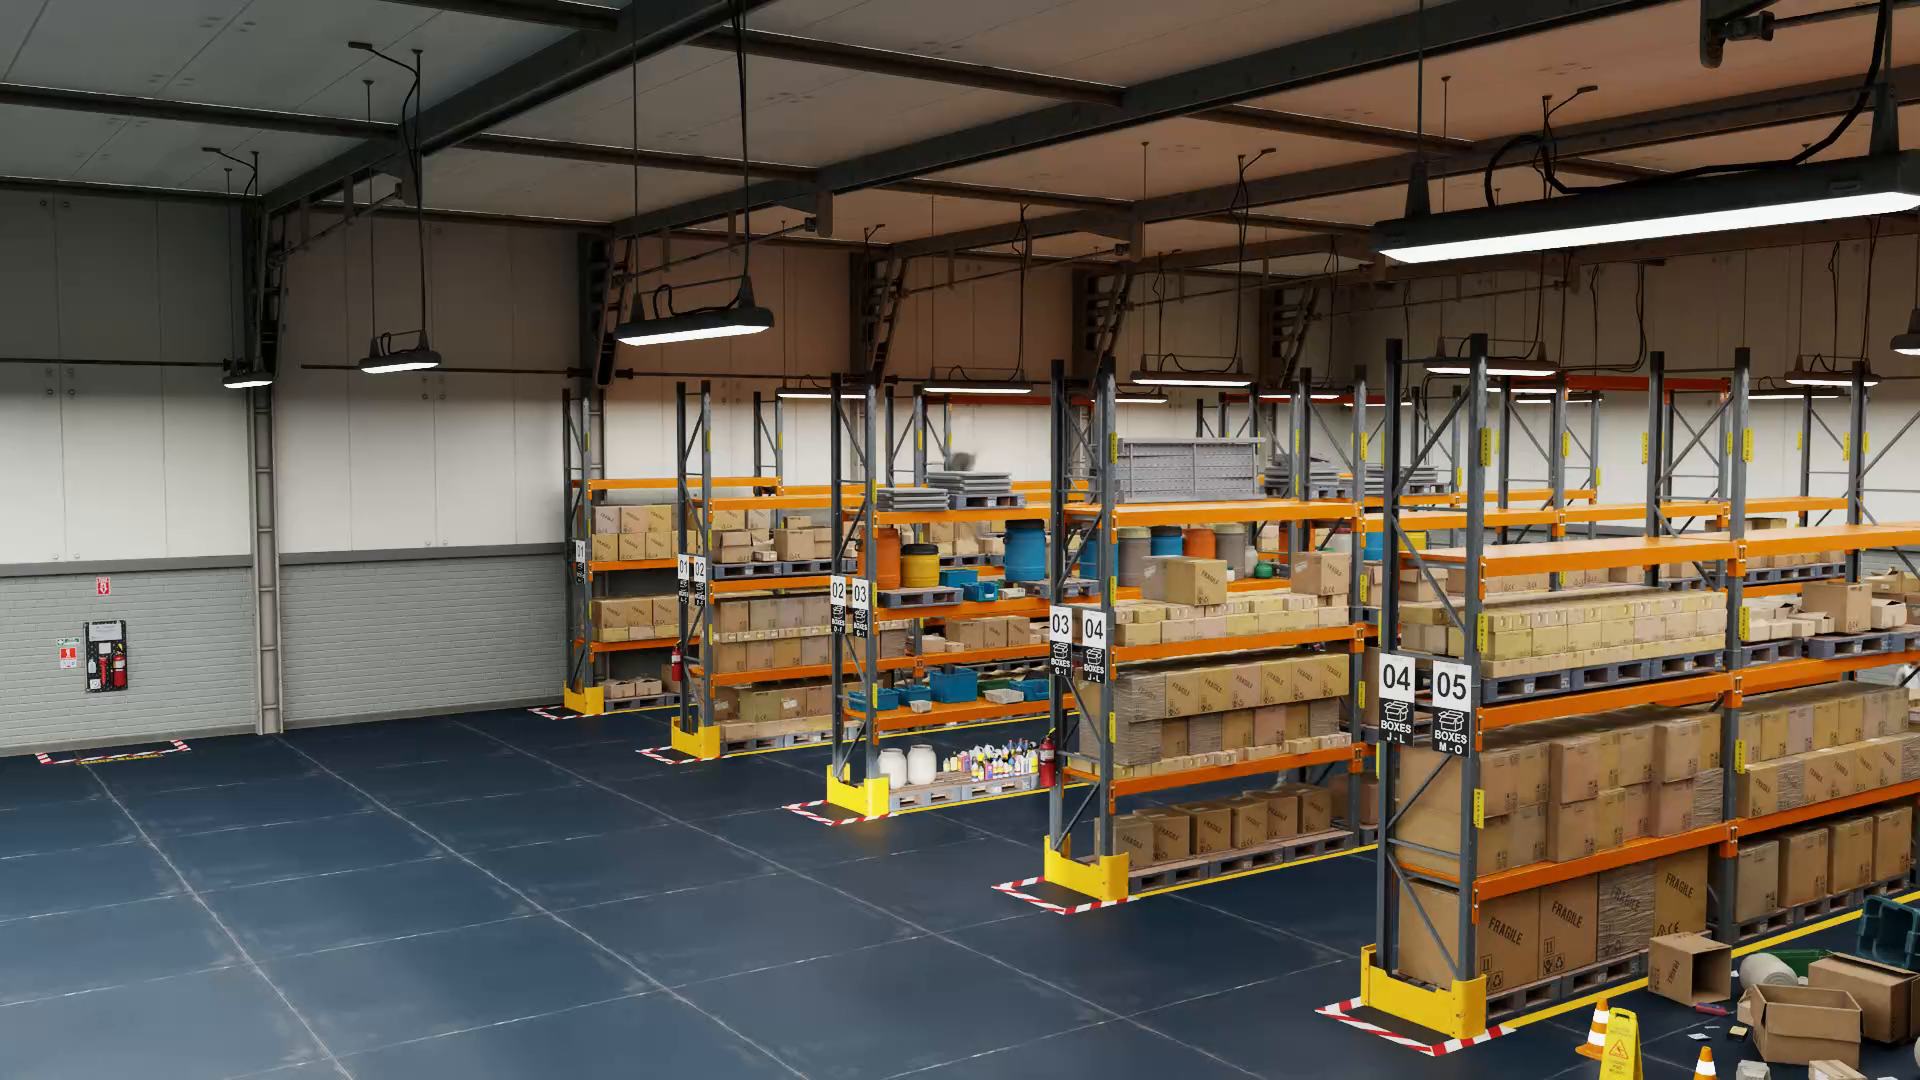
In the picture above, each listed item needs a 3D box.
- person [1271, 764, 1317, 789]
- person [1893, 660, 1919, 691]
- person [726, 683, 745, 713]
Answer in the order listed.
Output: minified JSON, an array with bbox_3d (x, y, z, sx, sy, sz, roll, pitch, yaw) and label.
[{"bbox_3d":[4.858,2.739,24.229,0.852,1.761,0.715,-3,5,-37],"label":"person"},{"bbox_3d":[15.396,2.600,26.725,0.710,1.745,0.679,1,4,17],"label":"person"},{"bbox_3d":[-3.994,2.428,29.039,0.590,1.734,0.664,-3,5,-41],"label":"person"}]
